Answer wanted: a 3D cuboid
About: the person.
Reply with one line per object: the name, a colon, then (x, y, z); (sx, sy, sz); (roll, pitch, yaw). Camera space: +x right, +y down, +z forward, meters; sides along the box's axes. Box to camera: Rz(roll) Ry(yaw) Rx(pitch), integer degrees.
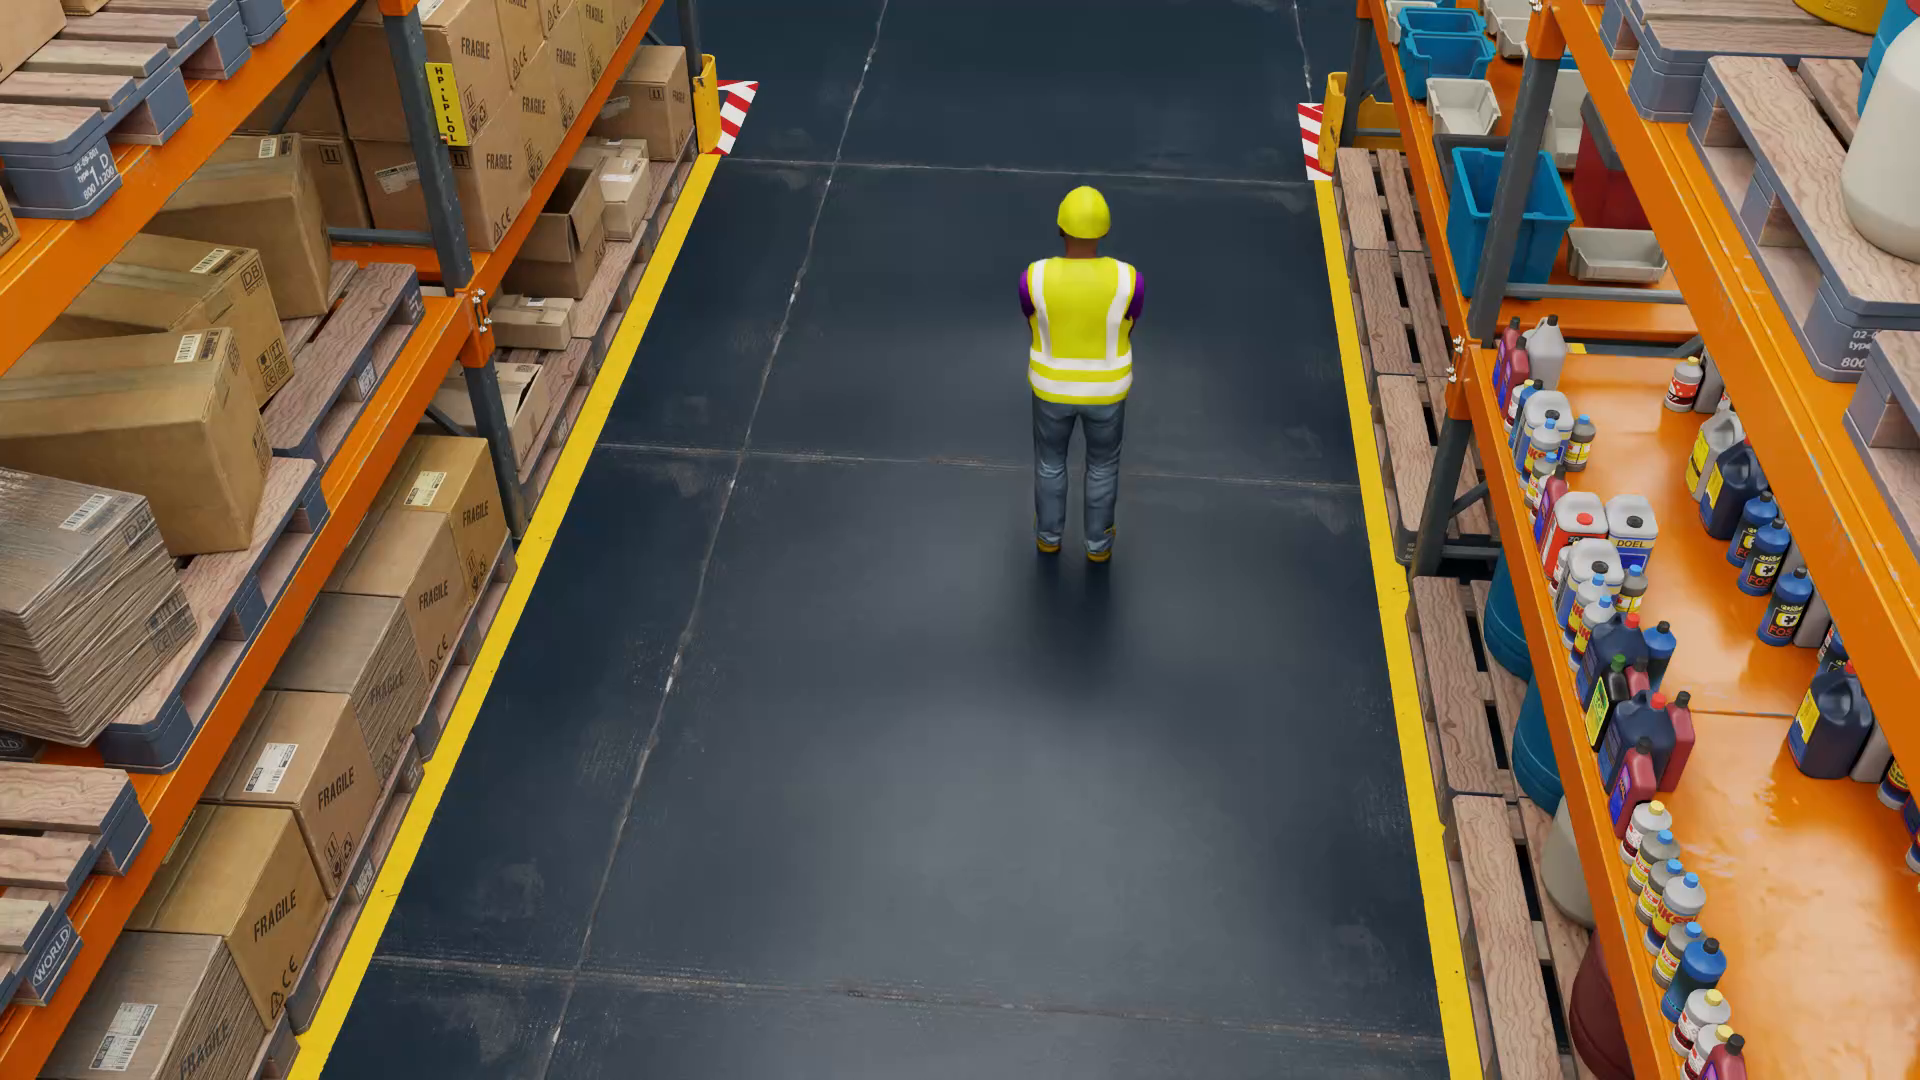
person: (12.113, -4.913, 6.380); (23.319, 9.001, 6.697); (3, 40, 3)
